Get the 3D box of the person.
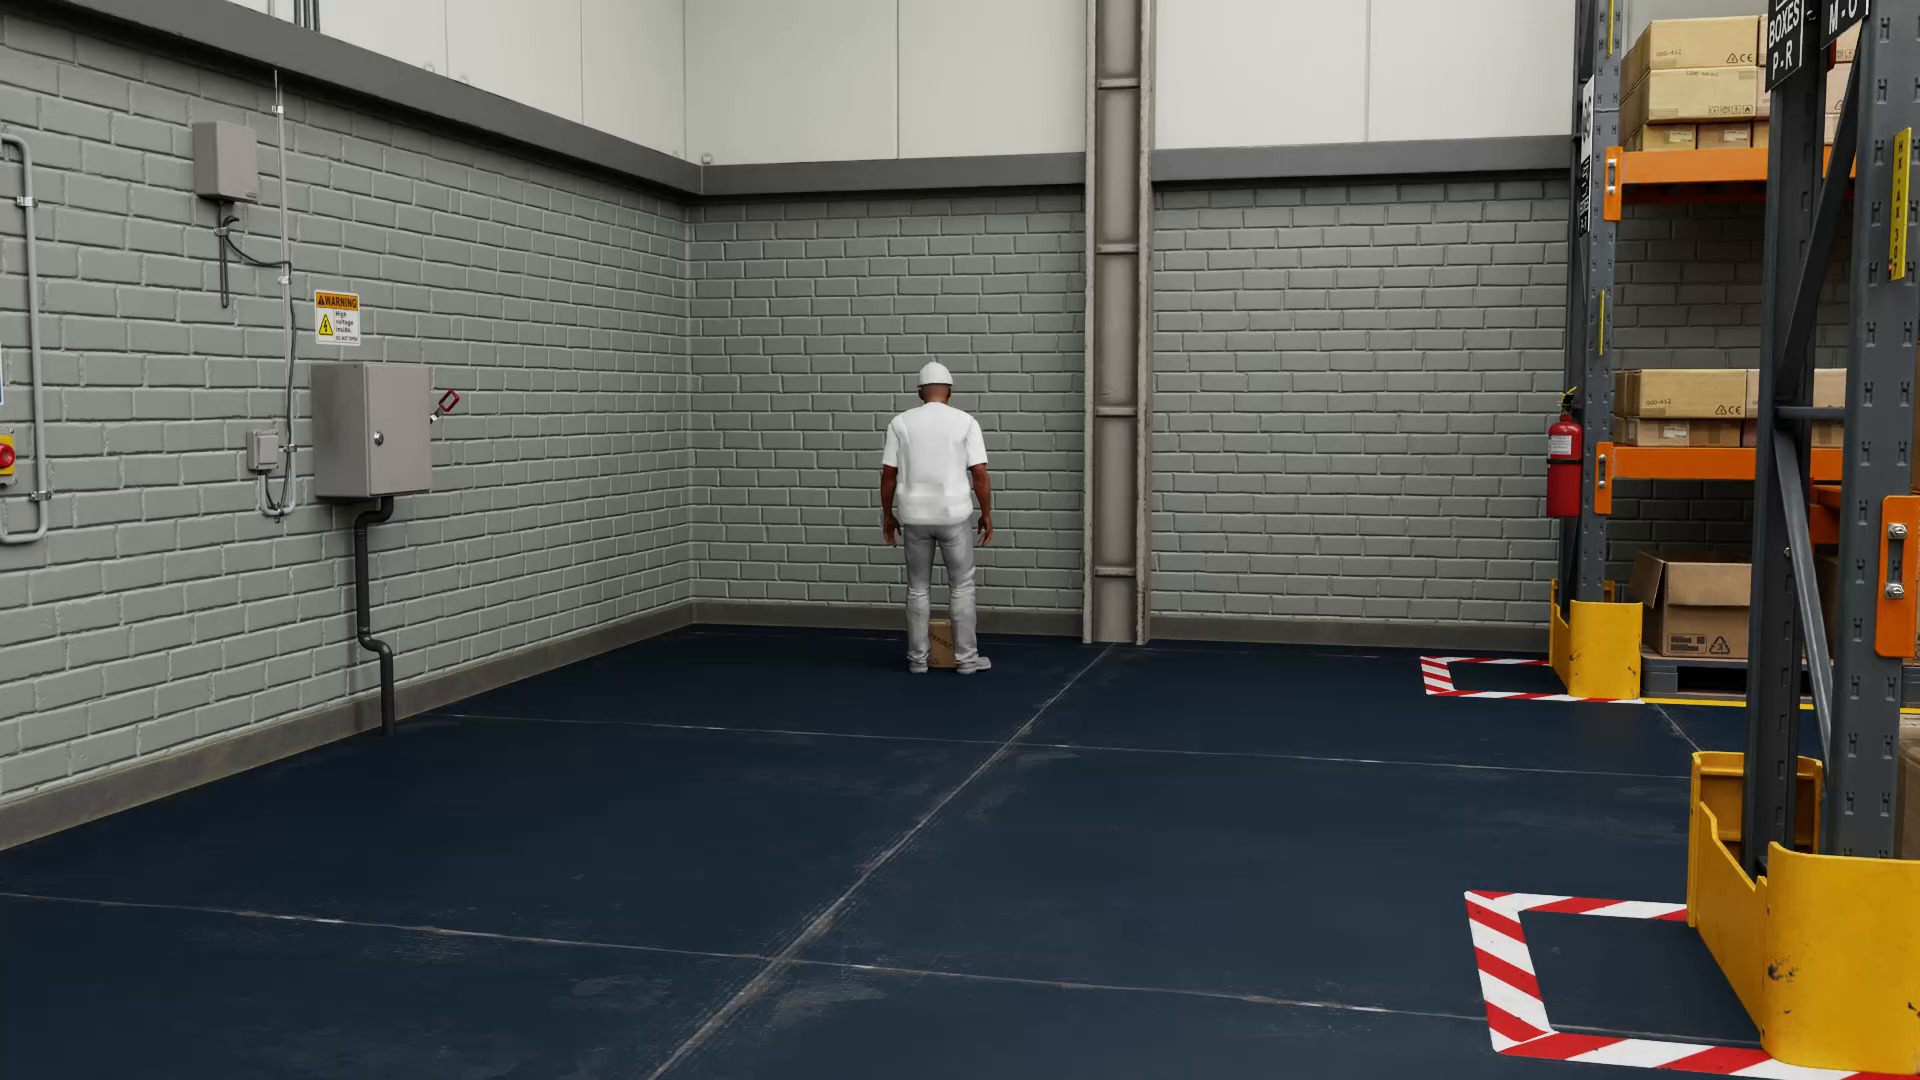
[{"bbox_3d":[-0.131,-0.128,9.451,0.635,1.761,0.454,1,5,11],"label":"person"}]
